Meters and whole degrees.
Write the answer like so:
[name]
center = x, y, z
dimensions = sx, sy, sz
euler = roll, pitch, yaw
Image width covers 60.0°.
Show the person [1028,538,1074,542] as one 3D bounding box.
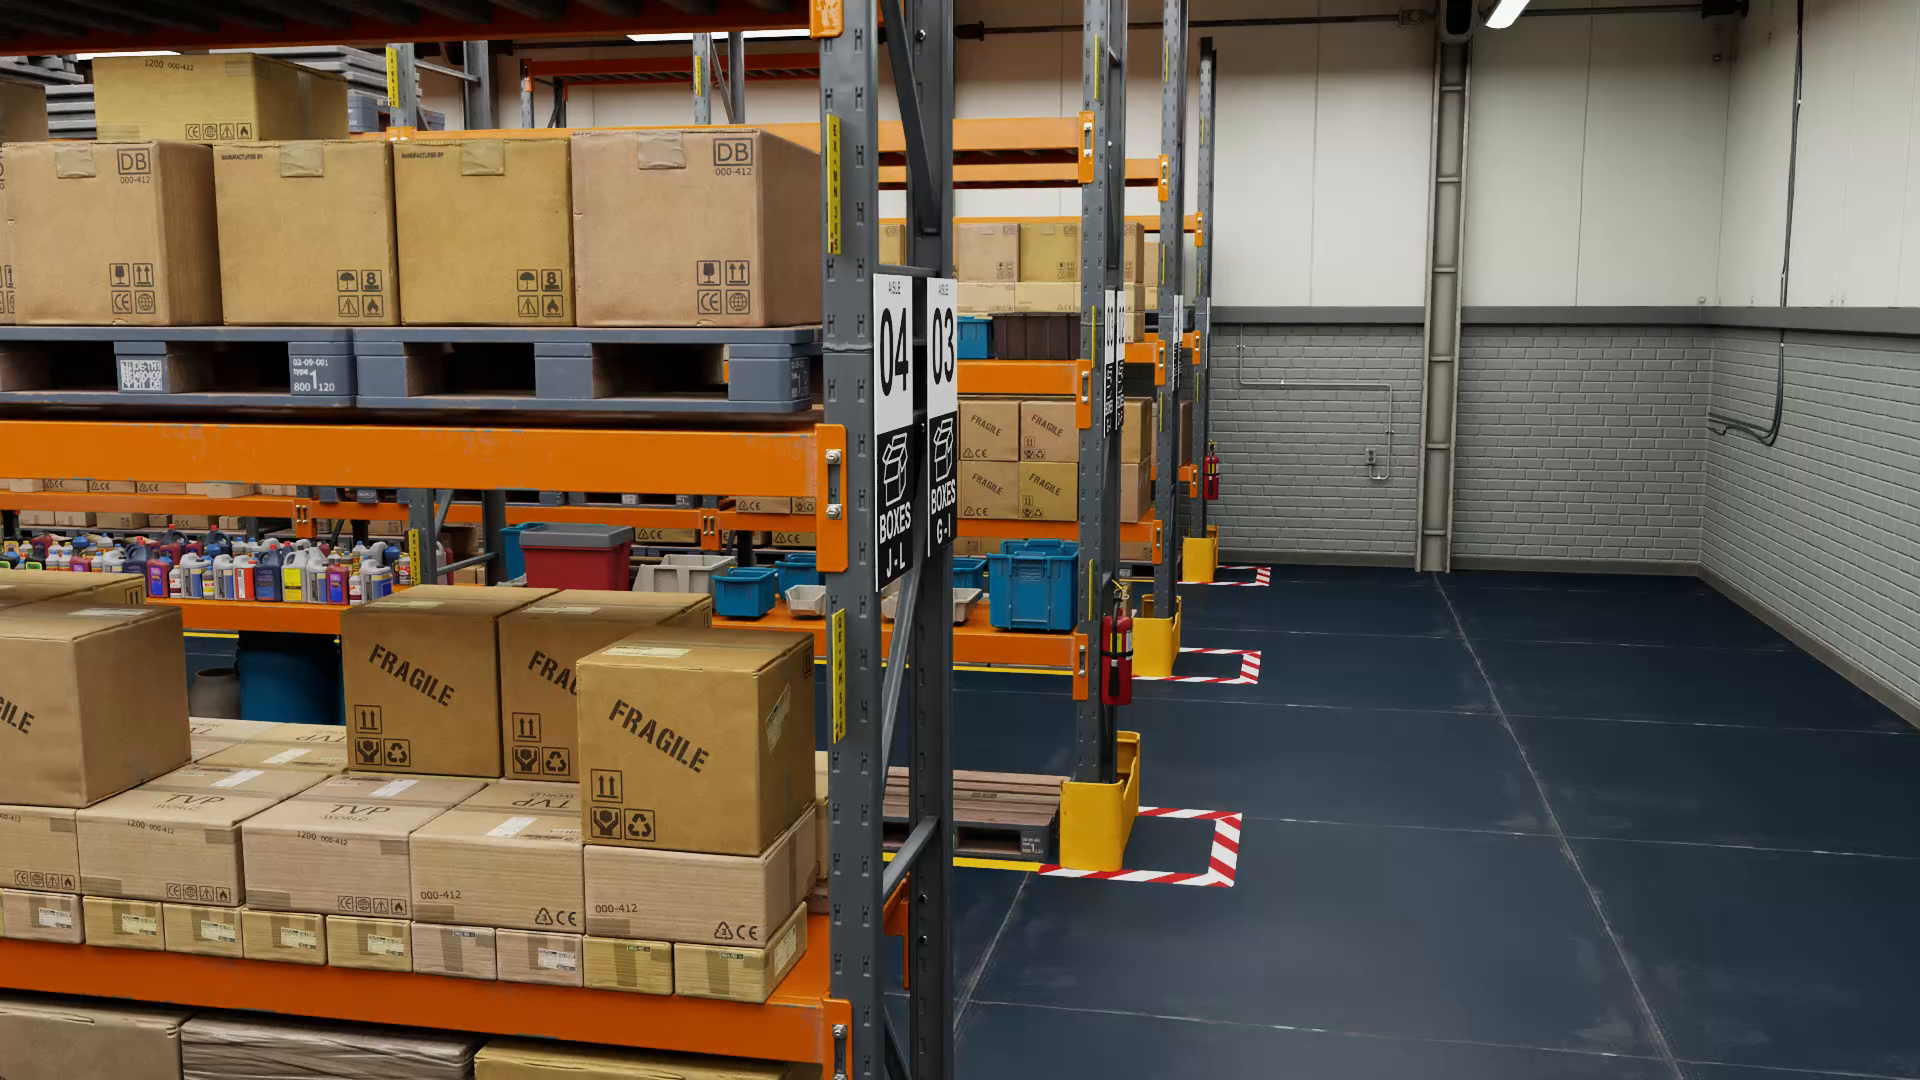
[person]
center = 0.963, 0.098, 16.249
dimensions = 0.612, 1.501, 0.529
euler = 2, 8, 12
